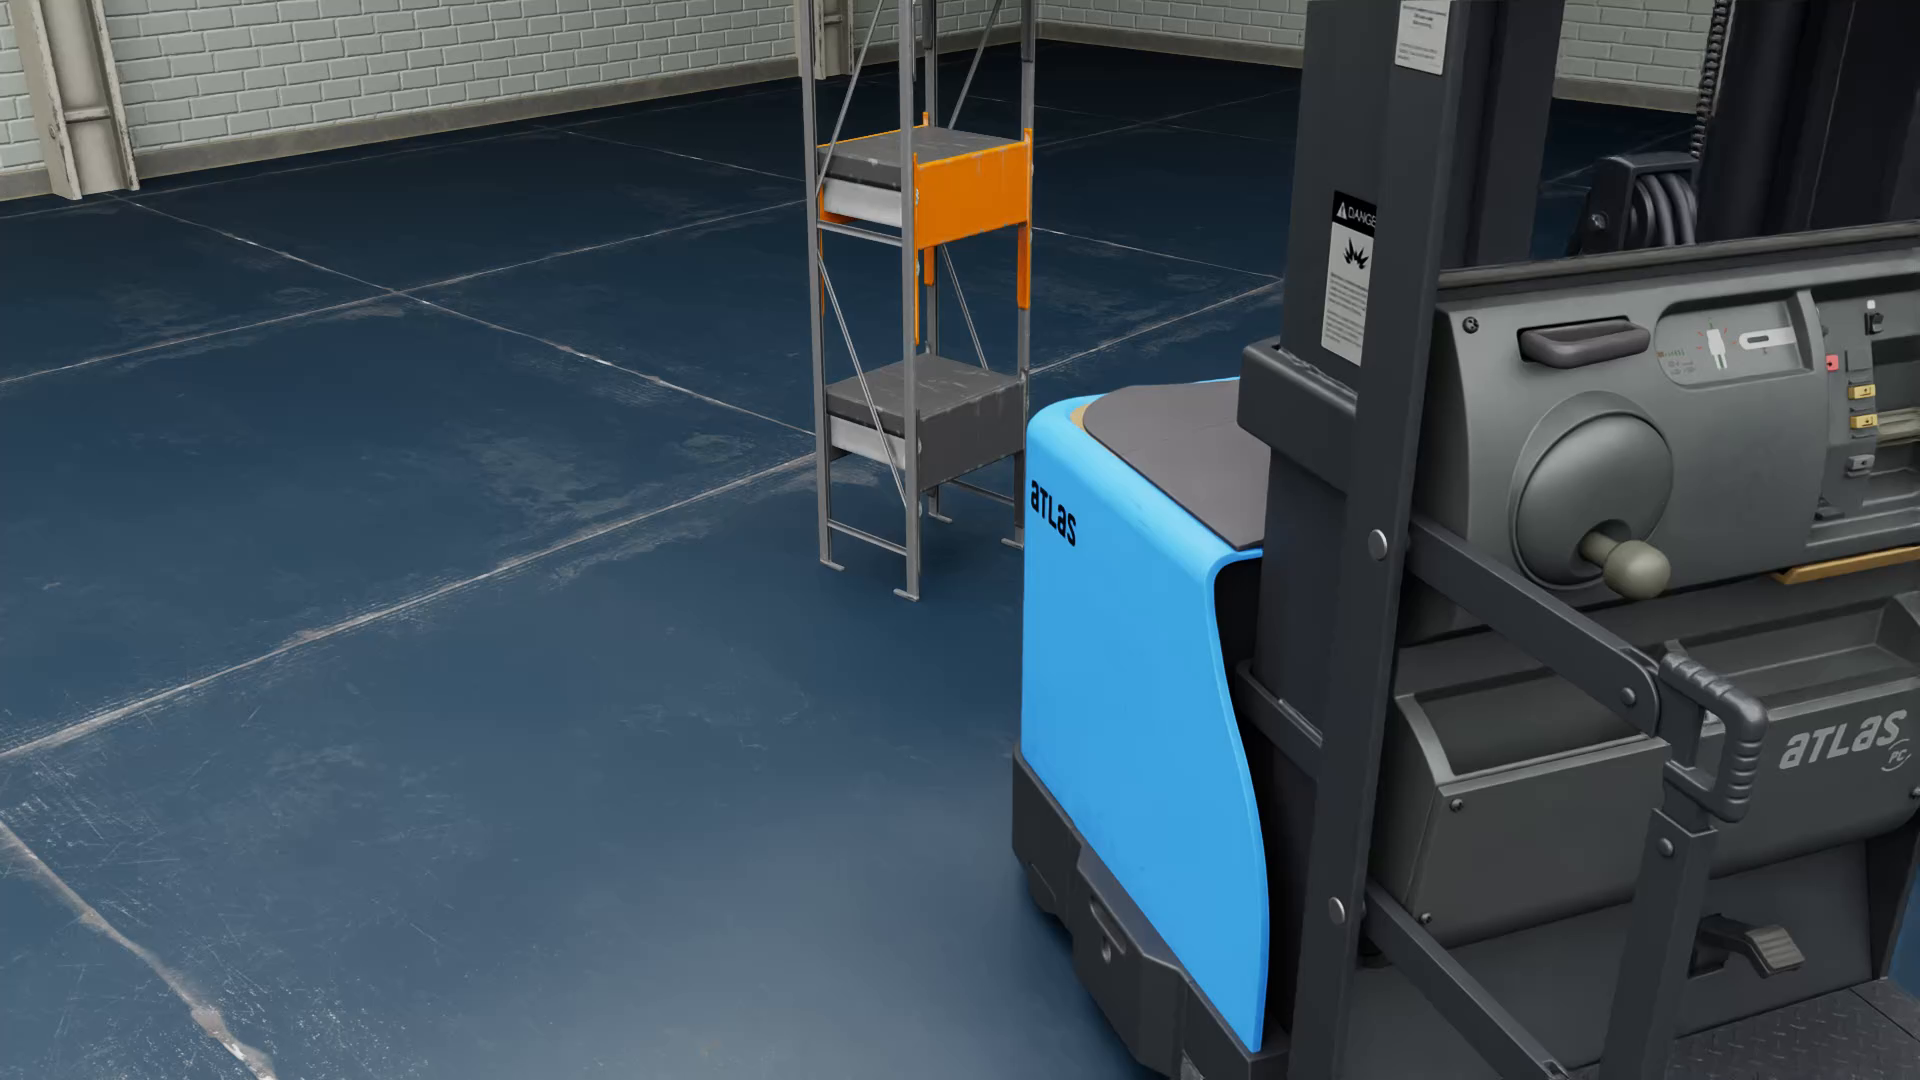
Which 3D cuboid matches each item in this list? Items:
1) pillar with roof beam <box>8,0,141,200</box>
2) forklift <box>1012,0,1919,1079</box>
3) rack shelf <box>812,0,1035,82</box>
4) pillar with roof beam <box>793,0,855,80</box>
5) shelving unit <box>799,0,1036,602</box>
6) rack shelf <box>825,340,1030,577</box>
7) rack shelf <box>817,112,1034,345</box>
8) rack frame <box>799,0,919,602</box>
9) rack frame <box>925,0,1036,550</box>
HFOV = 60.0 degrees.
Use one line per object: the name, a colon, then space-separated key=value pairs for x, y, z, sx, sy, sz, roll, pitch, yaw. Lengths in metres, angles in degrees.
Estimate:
pillar with roof beam: x=-1.925 y=-5.006 z=5.415 sx=9.100 sy=9.000 sz=0.400 roll=20 pitch=31 yaw=38
forklift: x=1.104 y=-0.132 z=1.961 sx=1.130 sy=2.935 sz=3.031 roll=-9 pitch=26 yaw=-19
rack shelf: x=-0.110 y=-1.534 z=4.427 sx=0.431 sy=0.518 sz=0.480 roll=20 pitch=31 yaw=38
pillar with roof beam: x=2.079 y=-6.834 z=9.492 sx=9.100 sy=9.000 sz=0.400 roll=20 pitch=31 yaw=38
shelving unit: x=-0.110 y=-0.908 z=4.708 sx=0.431 sy=2.100 sz=0.503 roll=20 pitch=31 yaw=38
rack shelf: x=-0.110 y=-0.256 z=5.000 sx=0.431 sy=0.518 sz=0.480 roll=20 pitch=31 yaw=38
rack shelf: x=-0.110 y=-0.895 z=4.714 sx=0.431 sy=0.518 sz=0.480 roll=20 pitch=31 yaw=38
rack frame: x=-0.273 y=-0.833 z=4.542 sx=0.400 sy=2.100 sz=0.015 roll=20 pitch=31 yaw=38
rack frame: x=0.052 y=-0.982 z=4.874 sx=0.400 sy=2.100 sz=0.015 roll=20 pitch=31 yaw=38
